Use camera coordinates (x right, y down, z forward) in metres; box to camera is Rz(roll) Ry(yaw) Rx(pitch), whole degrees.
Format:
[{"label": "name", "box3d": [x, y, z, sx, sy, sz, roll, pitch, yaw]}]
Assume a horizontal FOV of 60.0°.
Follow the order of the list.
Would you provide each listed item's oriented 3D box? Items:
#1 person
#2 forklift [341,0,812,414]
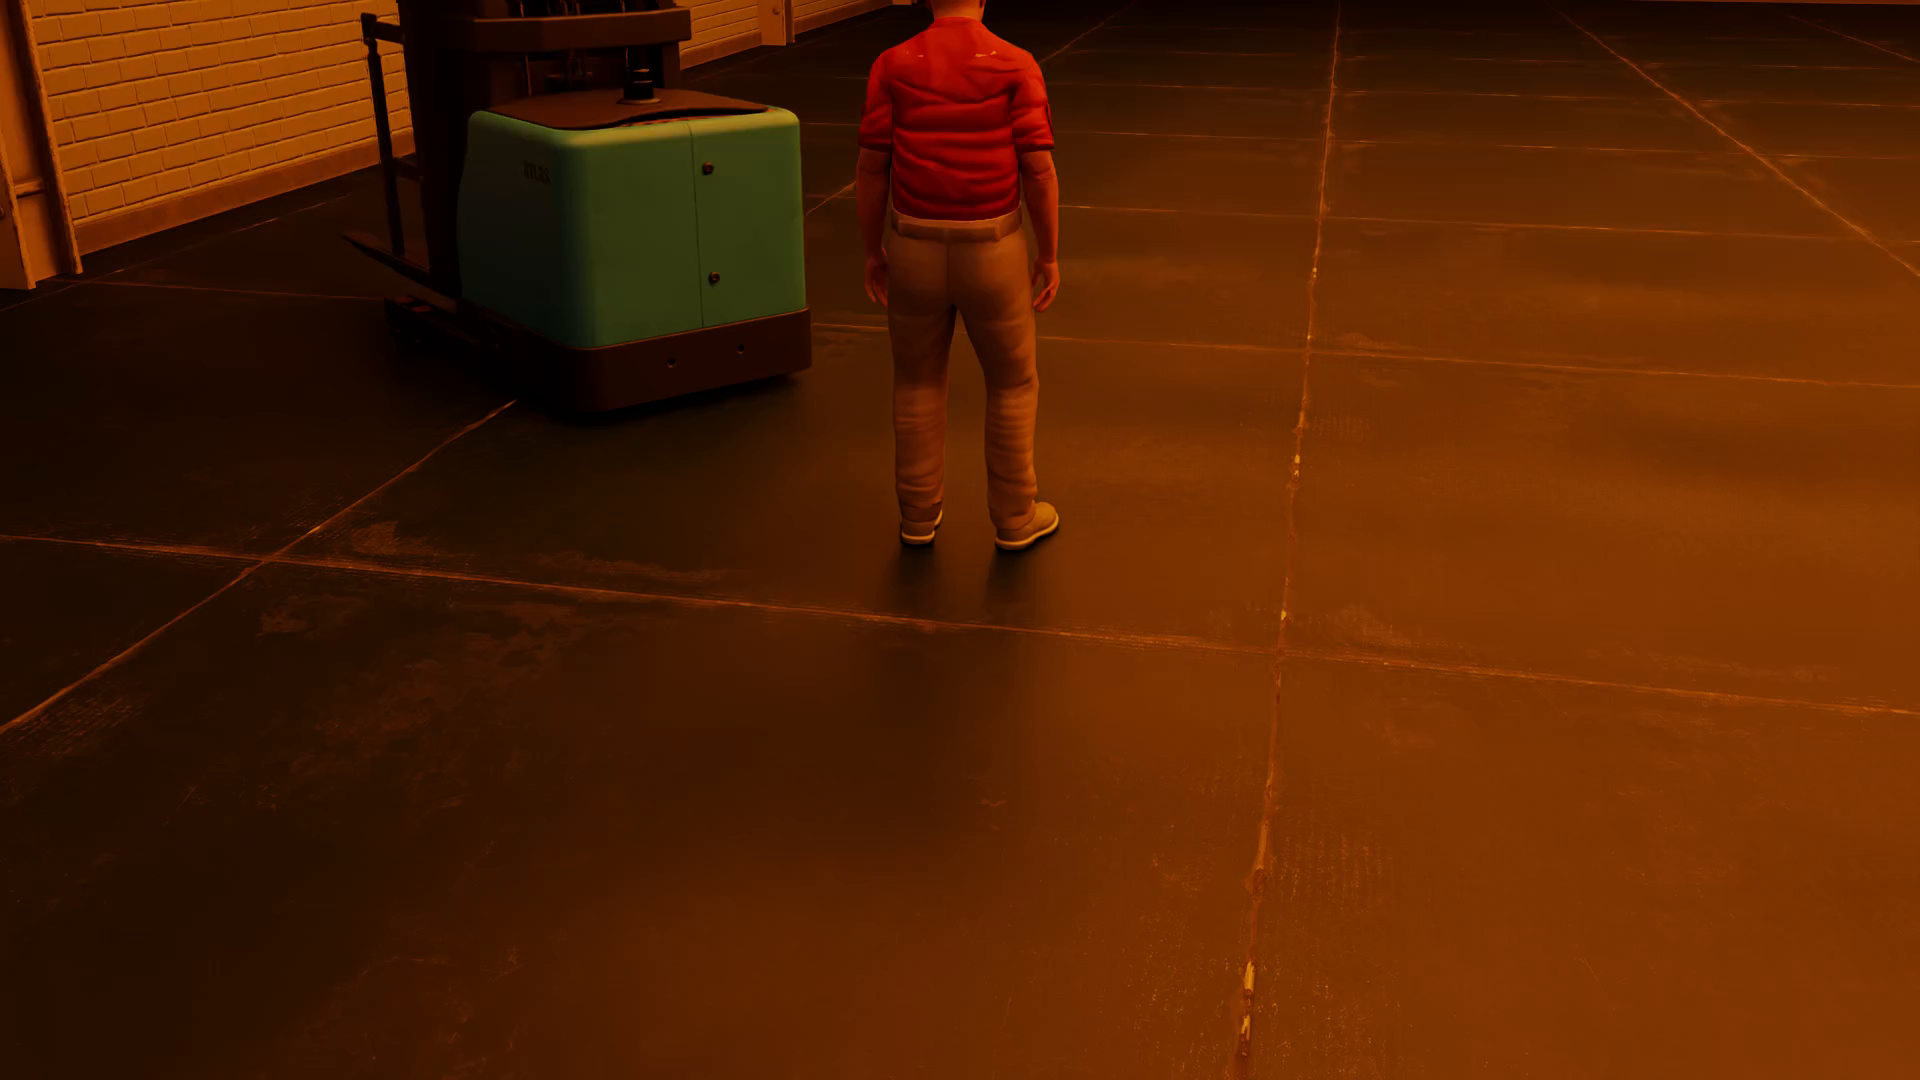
[{"label": "person", "box3d": [0.000, -0.814, 4.858, 0.587, 1.726, 0.396, 4, 23, 10]}, {"label": "forklift", "box3d": [-1.899, -2.314, 6.943, 1.130, 2.935, 3.031, -17, 27, -35]}]
